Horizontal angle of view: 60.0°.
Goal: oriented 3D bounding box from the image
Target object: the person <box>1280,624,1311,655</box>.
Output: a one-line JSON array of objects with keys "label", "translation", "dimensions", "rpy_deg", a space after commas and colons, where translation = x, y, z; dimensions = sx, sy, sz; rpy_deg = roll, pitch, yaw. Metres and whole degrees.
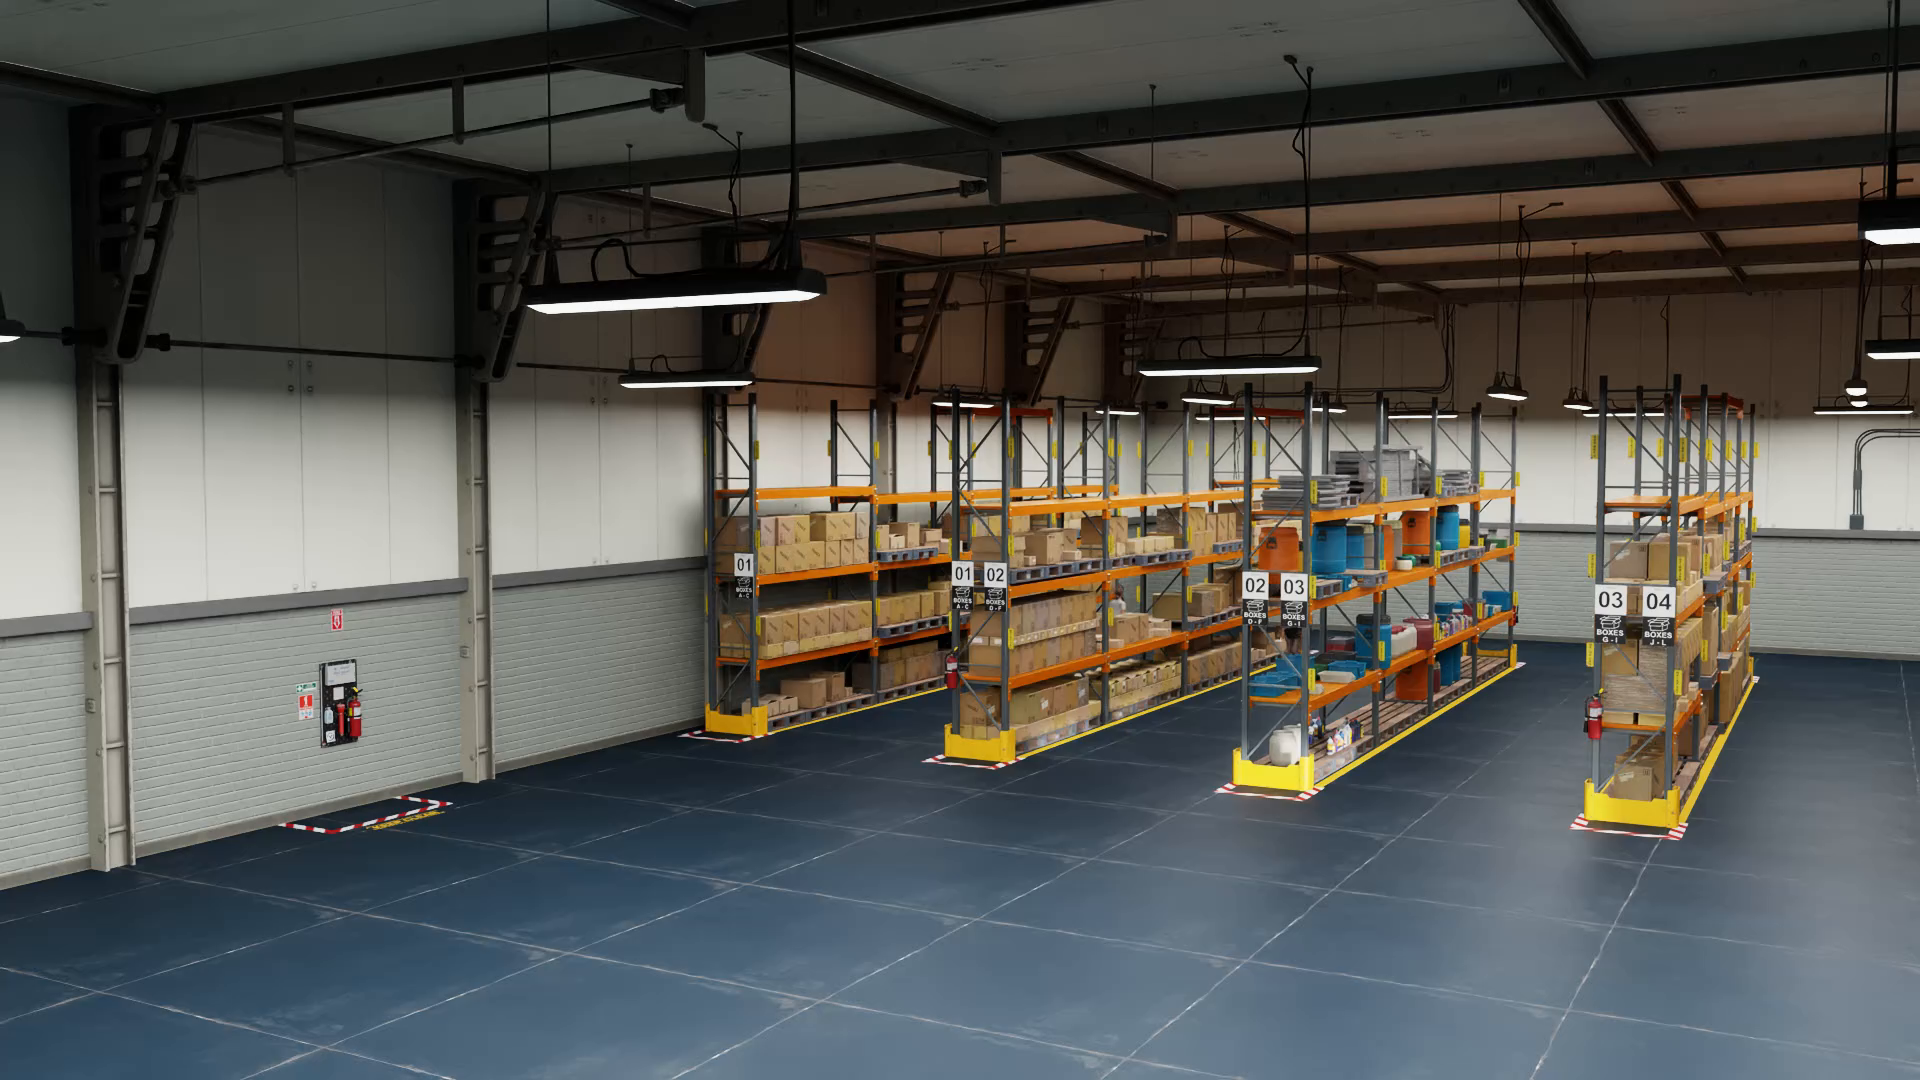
[{"label": "person", "translation": [7.513, 2.180, 37.159], "dimensions": [0.708, 1.632, 0.710], "rpy_deg": [2, 4, 38]}]

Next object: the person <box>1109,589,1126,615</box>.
[{"label": "person", "translation": [3.768, 2.011, 39.888], "dimensions": [0.514, 1.675, 0.530], "rpy_deg": [2, 4, 39]}]
